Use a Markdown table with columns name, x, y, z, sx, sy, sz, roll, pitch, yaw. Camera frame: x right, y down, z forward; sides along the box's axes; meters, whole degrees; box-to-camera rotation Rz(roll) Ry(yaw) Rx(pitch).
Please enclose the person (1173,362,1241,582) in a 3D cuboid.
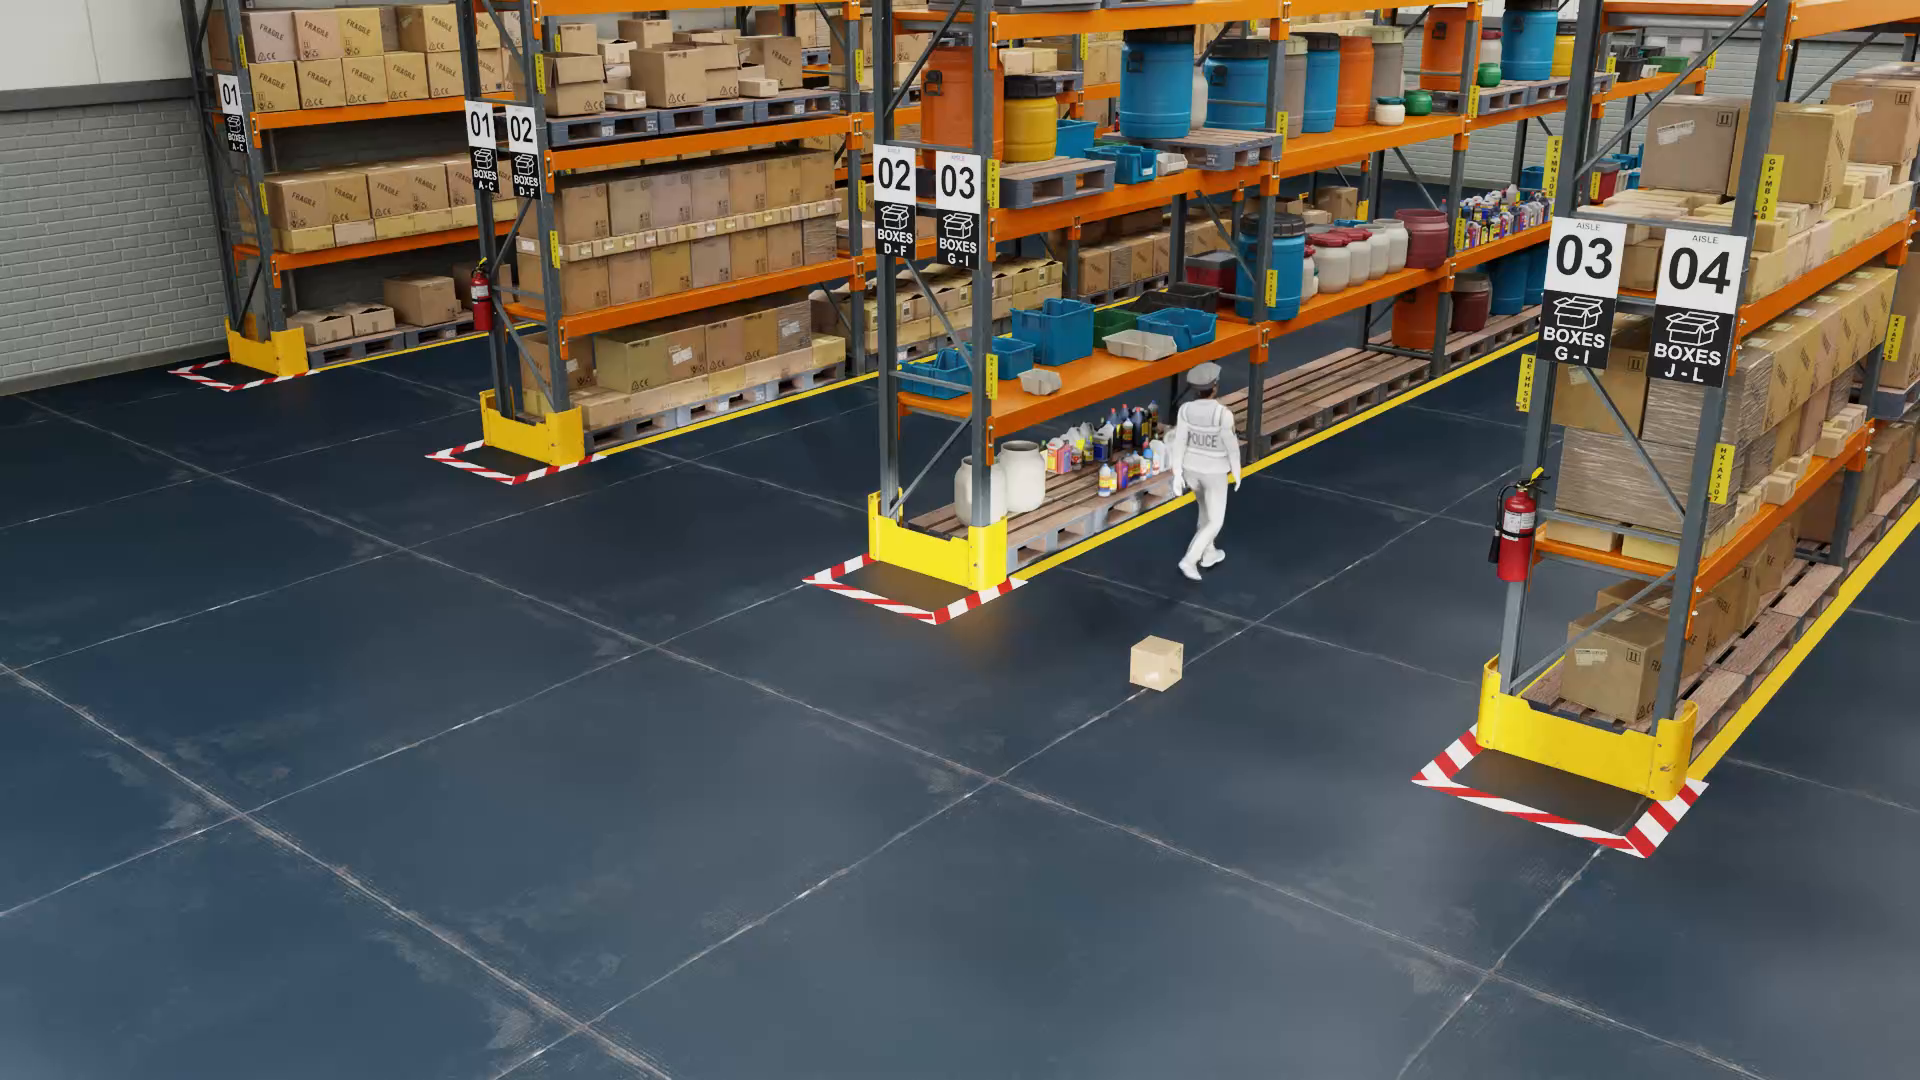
| name | x | y | z | sx | sy | sz | roll | pitch | yaw |
| --- | --- | --- | --- | --- | --- | --- | --- | --- | --- |
| person | 1.830 | -0.510 | 12.390 | 0.486 | 1.642 | 0.874 | 15 | 25 | 34 |
